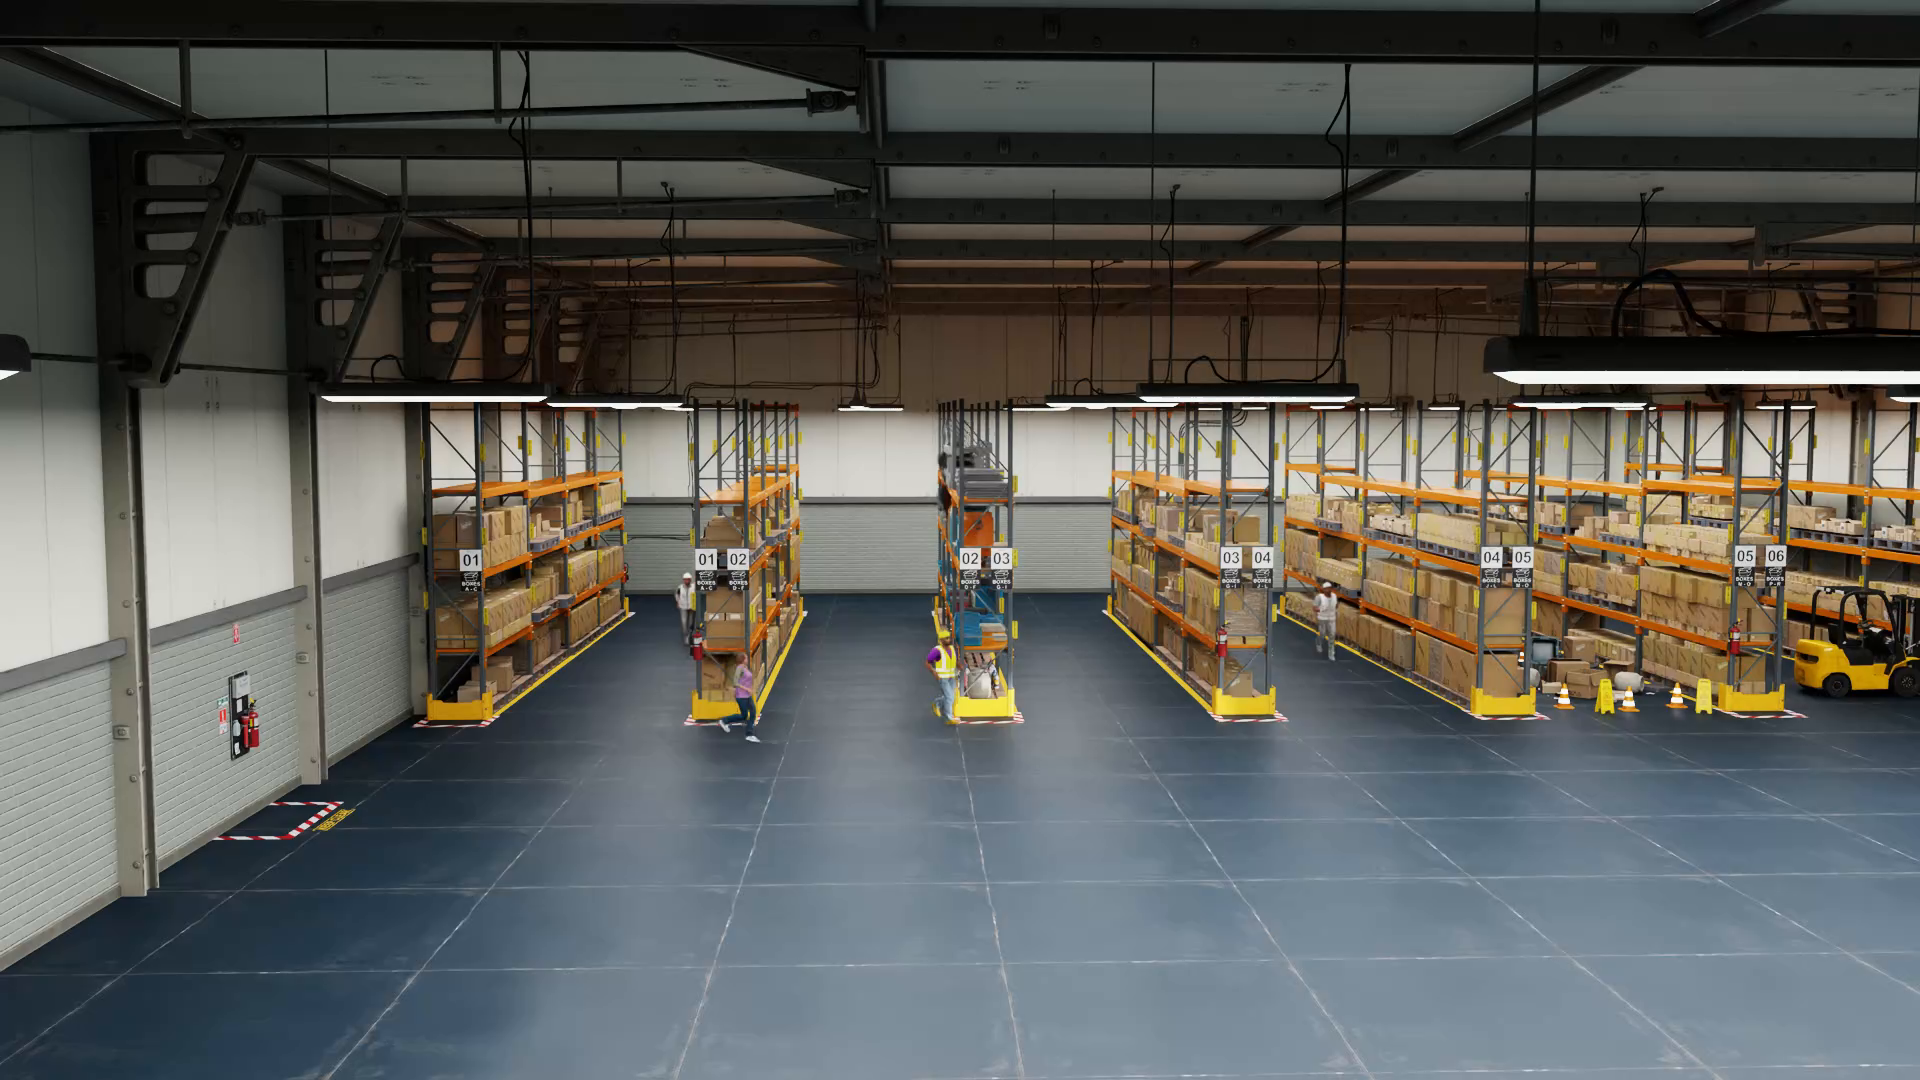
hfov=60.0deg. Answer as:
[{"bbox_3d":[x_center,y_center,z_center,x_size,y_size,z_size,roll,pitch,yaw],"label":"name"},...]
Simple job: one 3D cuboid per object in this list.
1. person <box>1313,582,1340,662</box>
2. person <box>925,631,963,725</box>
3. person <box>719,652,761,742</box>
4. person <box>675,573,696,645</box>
[{"bbox_3d":[8.568,1.880,38.889,0.683,1.807,0.985,0,4,-5],"label":"person"},{"bbox_3d":[-0.308,2.527,30.657,0.747,1.735,0.703,4,6,43],"label":"person"},{"bbox_3d":[-3.835,2.789,29.071,0.740,1.493,0.537,1,4,14],"label":"person"},{"bbox_3d":[-6.816,1.697,41.642,0.645,1.760,0.882,-1,4,-8],"label":"person"}]
